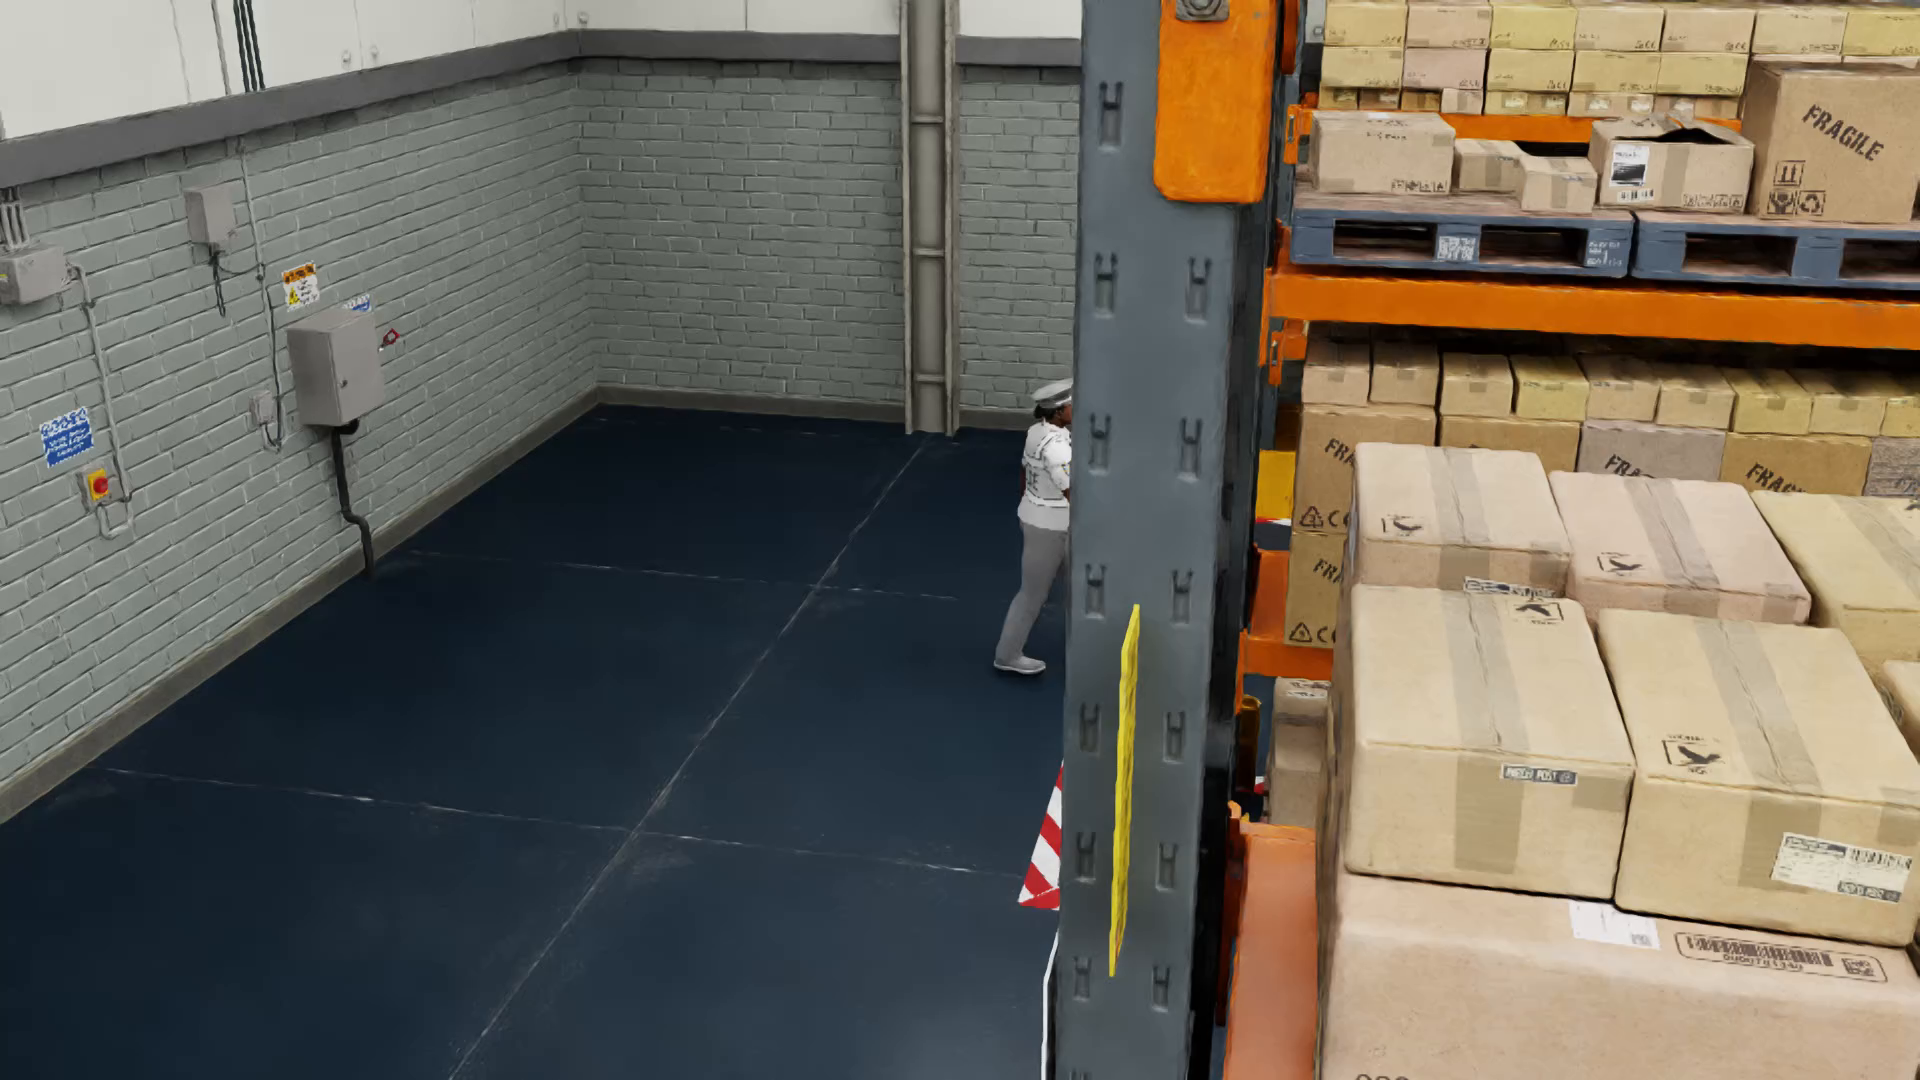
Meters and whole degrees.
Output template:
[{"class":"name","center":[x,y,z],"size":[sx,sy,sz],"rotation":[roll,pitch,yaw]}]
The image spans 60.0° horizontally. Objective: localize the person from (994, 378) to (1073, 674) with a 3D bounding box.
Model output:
[{"class":"person","center":[0.544,-0.076,9.317],"size":[0.763,1.709,0.618],"rotation":[-4,22,-9]}]
